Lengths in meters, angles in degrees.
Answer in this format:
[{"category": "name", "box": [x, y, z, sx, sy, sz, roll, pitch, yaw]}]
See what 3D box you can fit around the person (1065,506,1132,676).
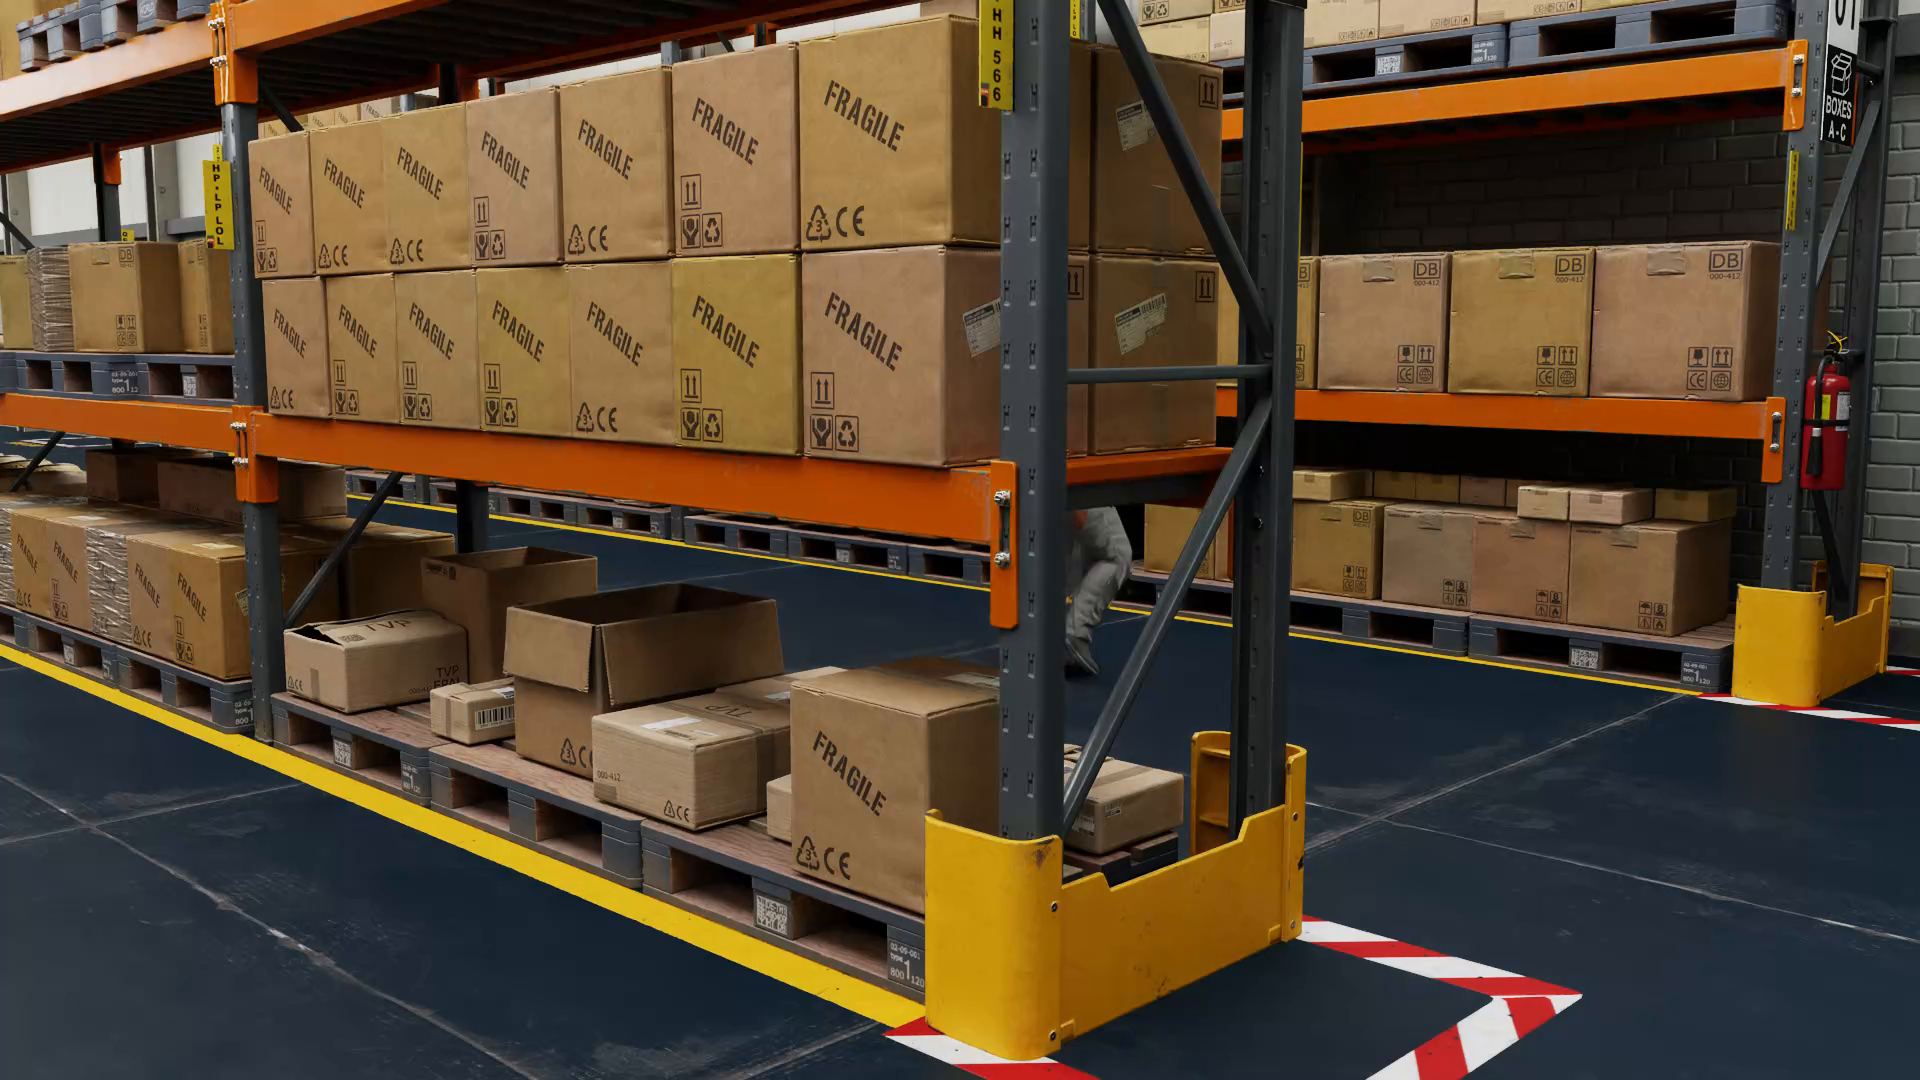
[{"category": "person", "box": [0.520, -0.203, 7.857, 0.466, 1.698, 0.496, -4, 8, -32]}]
